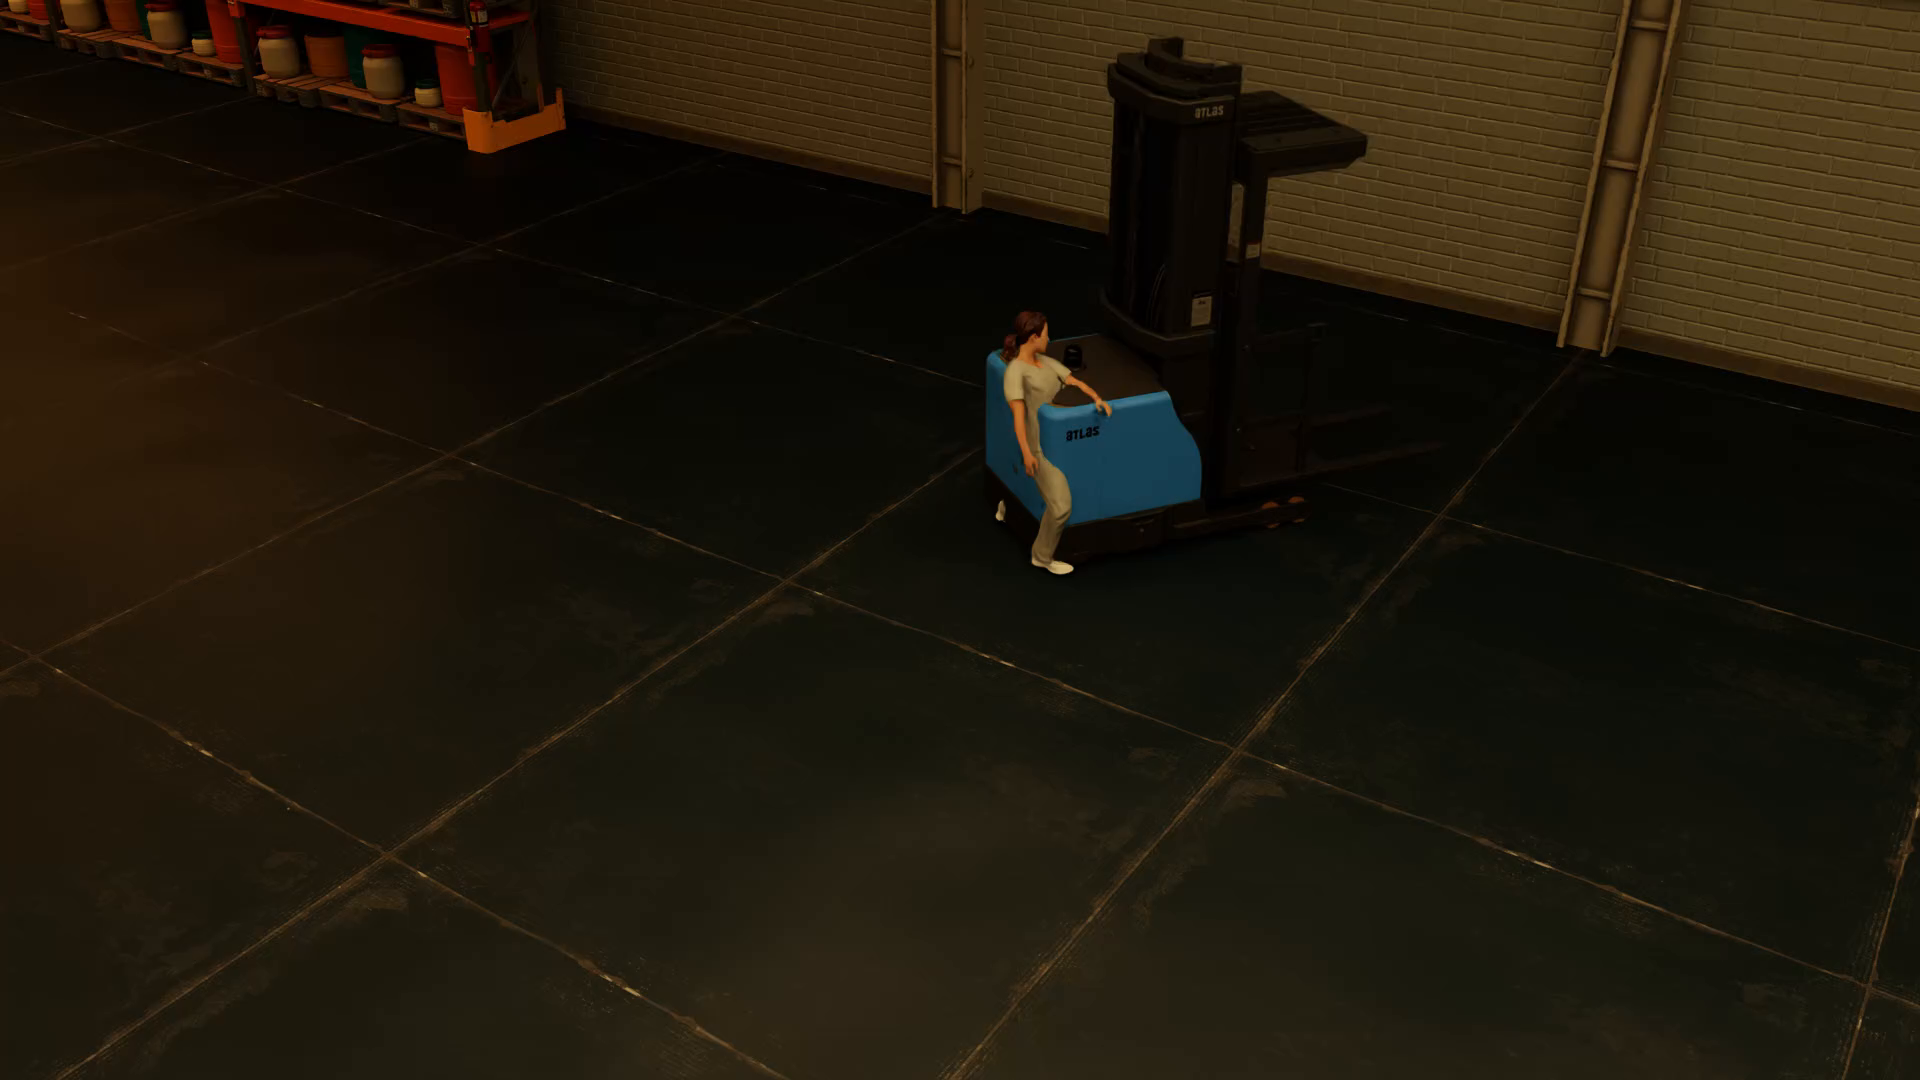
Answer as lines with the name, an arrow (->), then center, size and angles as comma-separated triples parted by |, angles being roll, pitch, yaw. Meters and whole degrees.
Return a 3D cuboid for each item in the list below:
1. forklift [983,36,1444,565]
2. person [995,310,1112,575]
forklift -> 1.721, -1.577, 10.297 | 3.031, 2.935, 1.130 | -11, 32, -19
person -> 0.518, -0.572, 9.937 | 0.776, 1.533, 0.766 | 8, 31, 13
